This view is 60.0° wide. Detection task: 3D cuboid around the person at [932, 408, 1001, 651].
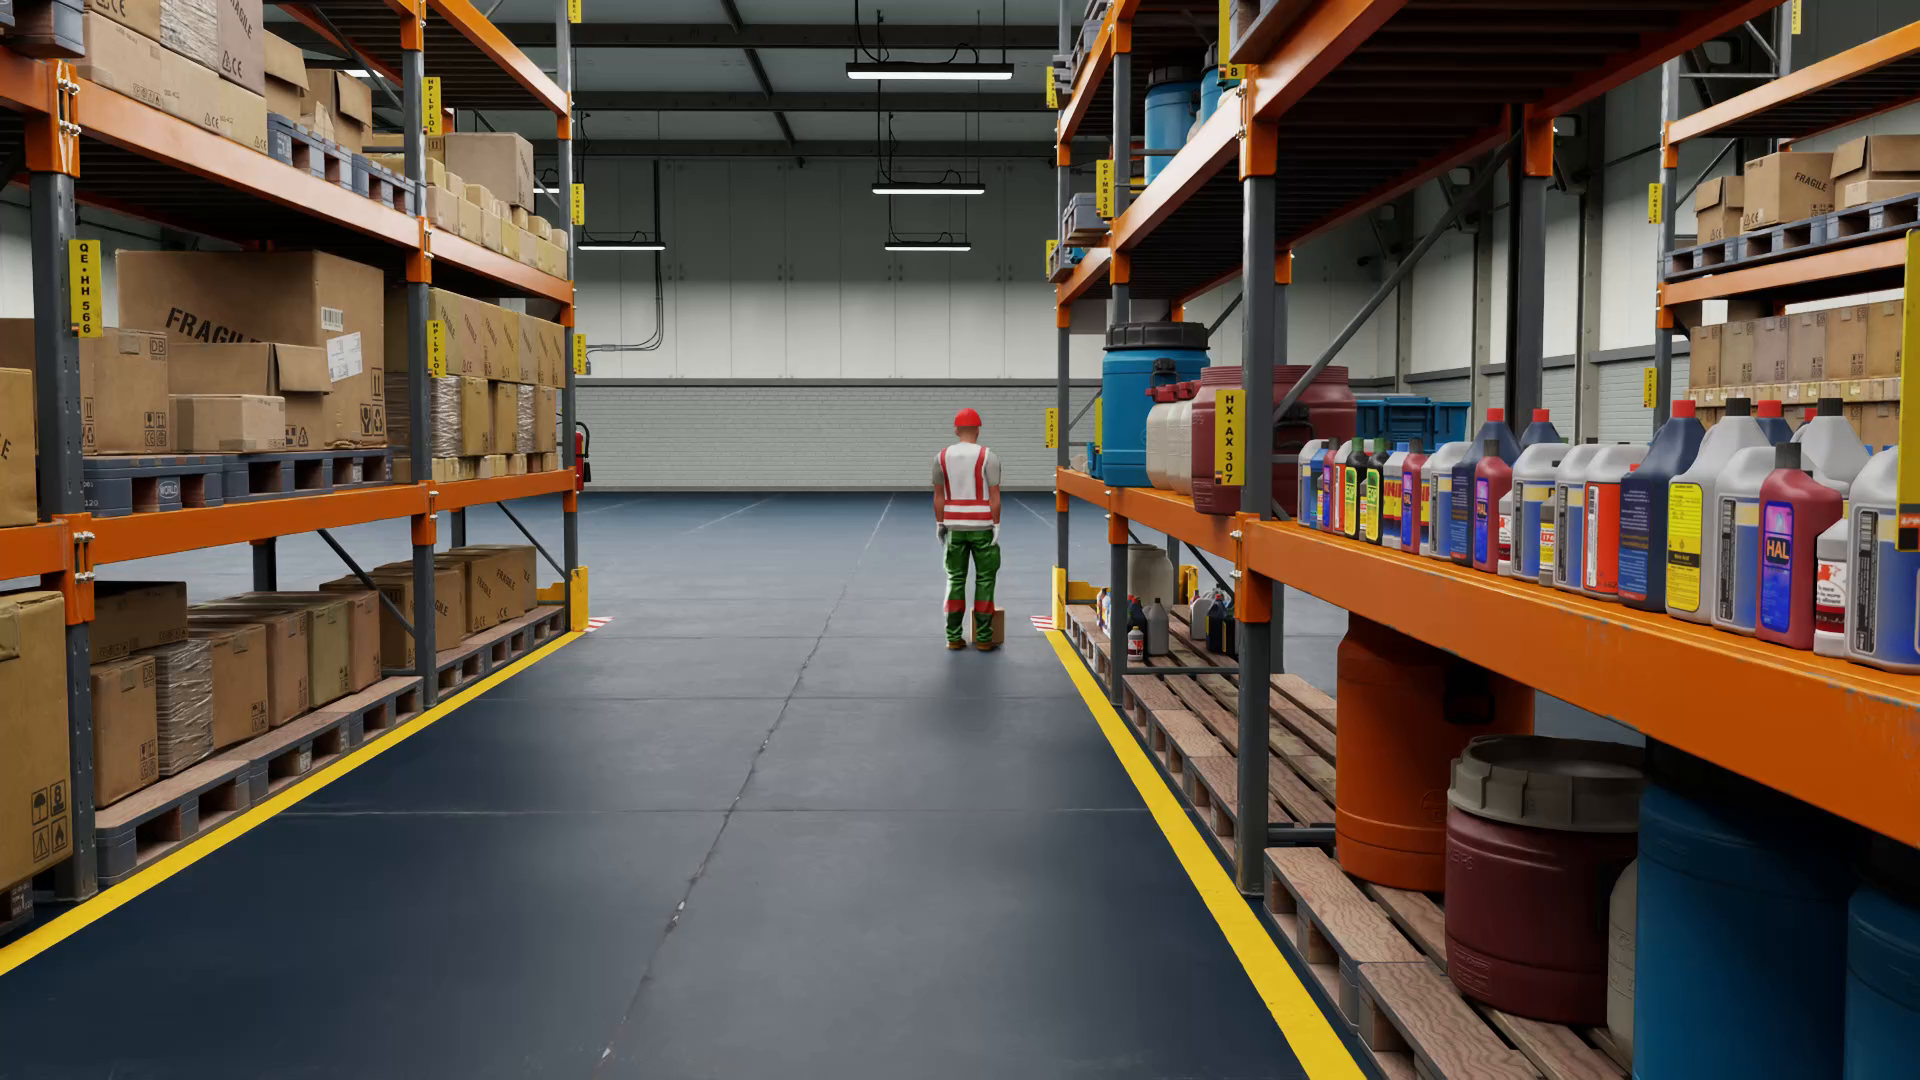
[{"bbox_3d":[0.062,-0.083,12.319,0.526,1.780,0.344,1,4,19],"label":"person"}]
